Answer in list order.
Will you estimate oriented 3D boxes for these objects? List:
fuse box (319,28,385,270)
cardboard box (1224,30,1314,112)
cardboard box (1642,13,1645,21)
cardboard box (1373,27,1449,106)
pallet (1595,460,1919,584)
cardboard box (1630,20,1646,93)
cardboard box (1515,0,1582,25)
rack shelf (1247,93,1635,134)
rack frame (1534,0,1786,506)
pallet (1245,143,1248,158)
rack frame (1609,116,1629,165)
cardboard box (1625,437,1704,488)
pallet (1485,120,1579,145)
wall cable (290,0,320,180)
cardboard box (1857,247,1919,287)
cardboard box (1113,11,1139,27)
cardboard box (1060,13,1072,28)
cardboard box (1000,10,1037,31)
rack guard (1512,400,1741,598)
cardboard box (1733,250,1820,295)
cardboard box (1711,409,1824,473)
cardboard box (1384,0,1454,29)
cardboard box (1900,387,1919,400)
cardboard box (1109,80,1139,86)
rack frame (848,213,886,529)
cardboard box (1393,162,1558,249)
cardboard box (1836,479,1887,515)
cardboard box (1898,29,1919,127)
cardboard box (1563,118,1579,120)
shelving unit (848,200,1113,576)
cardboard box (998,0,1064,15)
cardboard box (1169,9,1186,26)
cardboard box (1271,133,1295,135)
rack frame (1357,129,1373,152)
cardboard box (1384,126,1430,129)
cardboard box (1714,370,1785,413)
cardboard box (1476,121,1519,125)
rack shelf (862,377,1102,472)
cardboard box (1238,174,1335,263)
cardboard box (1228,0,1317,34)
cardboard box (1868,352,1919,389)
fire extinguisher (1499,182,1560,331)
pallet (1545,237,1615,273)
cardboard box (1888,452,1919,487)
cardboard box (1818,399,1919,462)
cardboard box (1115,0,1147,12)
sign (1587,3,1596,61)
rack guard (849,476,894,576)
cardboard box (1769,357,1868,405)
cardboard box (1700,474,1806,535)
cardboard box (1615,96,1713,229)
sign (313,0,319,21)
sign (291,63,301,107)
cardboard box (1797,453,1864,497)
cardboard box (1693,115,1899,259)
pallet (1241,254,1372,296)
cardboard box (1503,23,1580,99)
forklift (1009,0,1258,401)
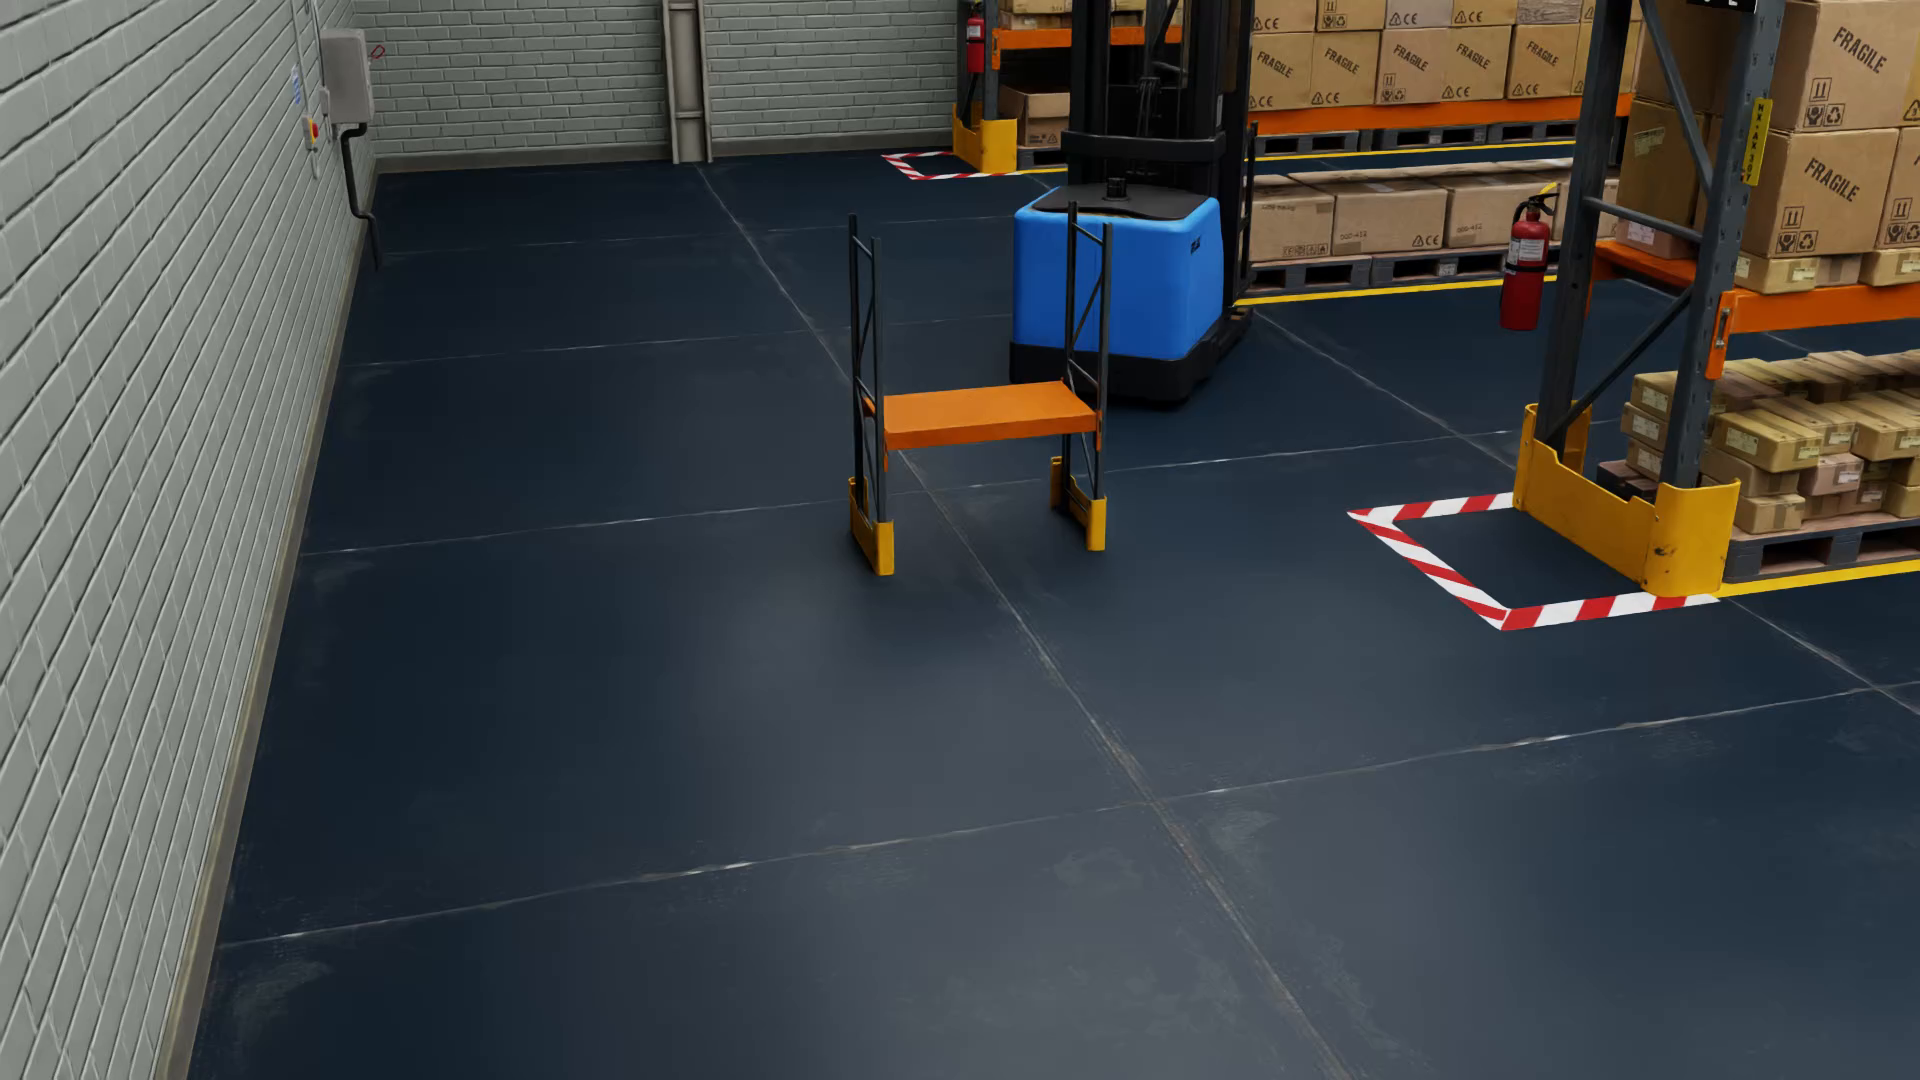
[{"bbox_3d":[-4.344,-2.834,12.185,0.414,1.711,0.539,-6,24,-14],"label":"fuse box"},{"bbox_3d":[2.046,-3.211,11.302,0.500,0.500,0.500,-7,24,-15],"label":"cardboard box"},{"bbox_3d":[4.977,-3.999,11.871,0.500,0.500,0.500,-7,24,-15],"label":"cardboard box"},{"bbox_3d":[3.020,-3.323,11.563,0.500,0.500,0.500,-6,24,-15],"label":"cardboard box"},{"bbox_3d":[3.805,-0.154,7.841,1.213,0.211,1.003,-6,24,-14],"label":"pallet"},{"bbox_3d":[4.980,-3.548,12.089,0.500,0.500,0.500,-6,24,-14],"label":"cardboard box"},{"bbox_3d":[3.999,-3.890,11.618,0.500,0.500,0.500,-6,24,-14],"label":"cardboard box"},{"bbox_3d":[3.432,-3.105,12.095,4.000,0.370,1.077,-6,24,-14],"label":"rack shelf"},{"bbox_3d":[2.940,-1.354,7.102,0.127,3.000,1.000,-6,24,-14],"label":"rack frame"},{"bbox_3d":[2.174,-4.047,16.915,1.213,0.211,1.003,-6,24,-14],"label":"pallet"},{"bbox_3d":[5.357,-3.649,12.450,0.127,3.000,1.000,-6,24,-14],"label":"rack frame"},{"bbox_3d":[3.391,-0.372,7.897,0.250,0.149,0.380,-6,24,-13],"label":"cardboard box"},{"bbox_3d":[5.963,-4.484,17.932,1.213,0.211,1.003,-6,24,-14],"label":"pallet"},{"bbox_3d":[-3.917,-3.095,9.830,0.123,1.953,0.585,-6,24,-14],"label":"wall cable"},{"bbox_3d":[3.848,-1.200,7.061,0.250,0.149,0.380,-7,24,-16],"label":"cardboard box"},{"bbox_3d":[1.542,-5.042,16.016,0.250,0.149,0.380,-6,24,-14],"label":"cardboard box"},{"bbox_3d":[1.028,-5.008,15.936,0.250,0.149,0.380,-7,24,-15],"label":"cardboard box"},{"bbox_3d":[0.552,-4.922,15.736,0.250,0.149,0.380,-6,24,-15],"label":"cardboard box"},{"bbox_3d":[3.013,-0.214,7.614,0.348,0.500,1.175,-6,24,-14],"label":"rack guard"},{"bbox_3d":[3.341,-1.149,6.942,0.250,0.149,0.380,-7,24,-15],"label":"cardboard box"},{"bbox_3d":[3.537,-0.437,7.294,0.250,0.149,0.380,-7,24,-17],"label":"cardboard box"},{"bbox_3d":[3.034,-3.787,11.376,0.500,0.500,0.500,-6,24,-15],"label":"cardboard box"},{"bbox_3d":[4.533,-0.574,7.613,0.250,0.149,0.380,-5,24,-12],"label":"cardboard box"},{"bbox_3d":[1.610,-4.257,16.504,0.500,0.500,0.700,-5,24,-12],"label":"cardboard box"},{"bbox_3d":[-0.407,-0.644,7.349,0.032,1.500,0.500,-6,24,-14],"label":"rack frame"},{"bbox_3d":[3.862,-2.543,12.589,0.875,0.438,0.875,-7,24,-16],"label":"cardboard box"},{"bbox_3d":[3.998,-0.259,7.633,0.250,0.149,0.380,-6,24,-14],"label":"cardboard box"},{"bbox_3d":[3.928,-2.000,6.834,0.500,0.500,0.500,-6,24,-13],"label":"cardboard box"},{"bbox_3d":[6.527,-4.771,17.701,0.500,0.500,0.500,-5,24,-12],"label":"cardboard box"},{"bbox_3d":[0.073,-0.697,7.473,1.083,1.500,0.587,-6,24,-14],"label":"shelving unit"},{"bbox_3d":[0.671,-5.121,15.693,0.500,0.250,0.500,-6,24,-14],"label":"cardboard box"},{"bbox_3d":[2.054,-5.076,16.095,0.250,0.149,0.380,-6,24,-13],"label":"cardboard box"},{"bbox_3d":[3.212,-4.261,16.810,0.258,0.266,0.396,-5,24,-12],"label":"cardboard box"},{"bbox_3d":[4.013,-5.533,16.841,0.127,3.000,1.000,-6,24,-14],"label":"rack frame"},{"bbox_3d":[4.539,-4.543,17.172,0.500,0.500,0.500,-5,24,-12],"label":"cardboard box"},{"bbox_3d":[3.639,-0.668,7.831,0.250,0.149,0.380,-6,24,-13],"label":"cardboard box"},{"bbox_3d":[5.531,-4.655,17.433,0.500,0.500,0.500,-7,24,-16],"label":"cardboard box"},{"bbox_3d":[0.082,-0.533,7.546,1.000,0.185,0.538,-6,24,-14],"label":"rack shelf"},{"bbox_3d":[2.114,-2.347,12.132,0.875,0.438,0.875,-7,24,-16],"label":"cardboard box"},{"bbox_3d":[2.045,-3.671,11.107,0.500,0.500,0.500,-7,24,-16],"label":"cardboard box"},{"bbox_3d":[4.648,-0.783,8.100,0.250,0.149,0.380,-7,24,-16],"label":"cardboard box"},{"bbox_3d":[2.573,-1.296,7.537,0.183,0.674,0.296,-6,24,-14],"label":"fire extinguisher"},{"bbox_3d":[4.604,-2.316,12.880,1.213,0.211,1.003,-6,24,-14],"label":"pallet"},{"bbox_3d":[4.281,-0.386,7.550,0.250,0.149,0.380,-6,24,-13],"label":"cardboard box"},{"bbox_3d":[4.047,-0.491,7.418,0.250,0.149,0.380,-6,24,-15],"label":"cardboard box"},{"bbox_3d":[1.644,-5.230,15.947,0.500,0.250,0.500,-7,24,-15],"label":"cardboard box"},{"bbox_3d":[2.810,-2.244,7.308,0.005,0.325,0.100,-6,24,-14],"label":"sign"},{"bbox_3d":[-0.406,-0.070,7.596,0.087,0.250,0.587,-6,24,-14],"label":"rack guard"},{"bbox_3d":[4.120,-0.747,8.016,0.250,0.149,0.380,-7,24,-16],"label":"cardboard box"},{"bbox_3d":[3.531,-0.171,7.428,0.250,0.149,0.380,-6,24,-13],"label":"cardboard box"},{"bbox_3d":[3.303,-1.682,7.363,0.500,0.500,0.500,-6,24,-13],"label":"cardboard box"},{"bbox_3d":[-4.528,-3.763,11.668,0.001,0.242,0.339,-6,24,-14],"label":"sign"},{"bbox_3d":[-3.963,-2.713,9.925,0.001,0.218,0.327,-6,24,-14],"label":"sign"},{"bbox_3d":[3.793,-0.340,7.444,0.250,0.149,0.380,-6,24,-15],"label":"cardboard box"},{"bbox_3d":[3.447,-1.480,6.891,0.500,0.500,0.500,-5,24,-12],"label":"cardboard box"},{"bbox_3d":[2.255,-2.056,12.274,1.213,0.211,1.003,-6,24,-14],"label":"pallet"},{"bbox_3d":[4.006,-3.432,11.818,0.500,0.500,0.500,-7,24,-15],"label":"cardboard box"},{"bbox_3d":[1.287,-2.686,10.292,1.130,2.935,3.031,8,25,19],"label":"forklift"}]
